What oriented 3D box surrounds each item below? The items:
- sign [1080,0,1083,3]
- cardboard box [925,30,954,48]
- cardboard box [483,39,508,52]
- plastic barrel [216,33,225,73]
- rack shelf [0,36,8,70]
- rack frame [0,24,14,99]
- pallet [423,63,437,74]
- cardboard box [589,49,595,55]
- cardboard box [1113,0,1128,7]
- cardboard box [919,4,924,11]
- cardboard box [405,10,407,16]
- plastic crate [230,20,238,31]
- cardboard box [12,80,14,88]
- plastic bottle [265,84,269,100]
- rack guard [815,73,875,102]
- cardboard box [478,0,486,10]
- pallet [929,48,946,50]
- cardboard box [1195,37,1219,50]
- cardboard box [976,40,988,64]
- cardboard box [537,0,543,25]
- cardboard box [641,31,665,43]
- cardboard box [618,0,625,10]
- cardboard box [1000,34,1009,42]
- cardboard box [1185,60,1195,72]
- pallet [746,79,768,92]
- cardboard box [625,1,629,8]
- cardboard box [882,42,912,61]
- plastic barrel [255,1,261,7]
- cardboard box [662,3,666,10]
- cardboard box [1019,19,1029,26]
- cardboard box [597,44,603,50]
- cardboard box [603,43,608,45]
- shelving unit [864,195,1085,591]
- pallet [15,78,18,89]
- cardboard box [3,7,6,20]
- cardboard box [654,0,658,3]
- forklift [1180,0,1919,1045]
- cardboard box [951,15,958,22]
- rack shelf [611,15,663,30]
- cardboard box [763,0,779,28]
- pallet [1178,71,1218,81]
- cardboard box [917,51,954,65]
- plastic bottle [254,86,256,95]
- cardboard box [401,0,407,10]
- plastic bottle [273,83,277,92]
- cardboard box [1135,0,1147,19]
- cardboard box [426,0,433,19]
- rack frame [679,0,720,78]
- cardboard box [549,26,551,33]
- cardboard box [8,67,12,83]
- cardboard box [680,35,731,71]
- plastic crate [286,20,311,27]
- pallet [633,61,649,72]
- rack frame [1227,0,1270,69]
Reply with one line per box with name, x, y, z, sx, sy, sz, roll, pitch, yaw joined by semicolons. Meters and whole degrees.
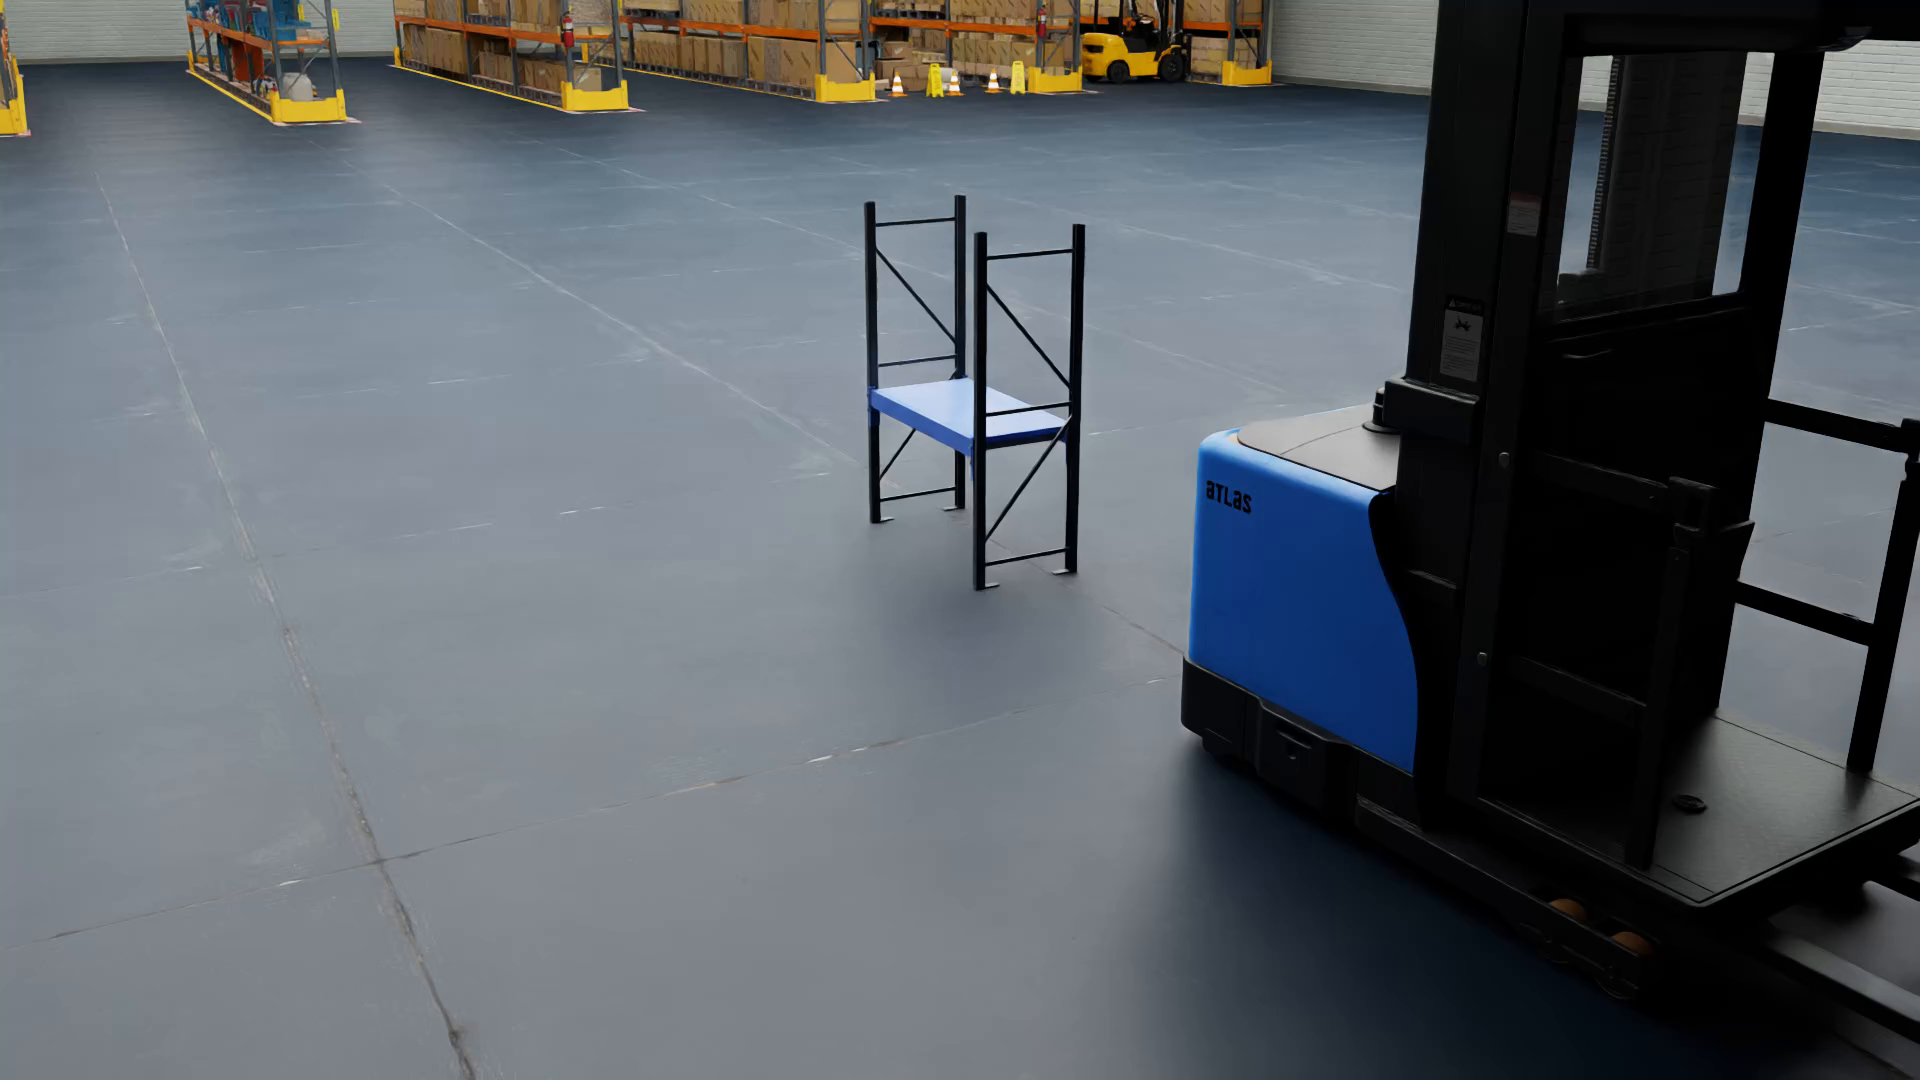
sign;2.520;-11.374;34.667;0.100;0.325;0.005;-10;21;-27
cardboard box;-0.610;-14.819;49.166;0.700;0.500;0.500;-9;21;-24
cardboard box;-10.134;-10.835;36.441;0.500;0.250;0.500;-9;21;-24
plastic barrel;-16.493;-11.071;37.689;0.600;0.901;0.708;-10;21;-27
rack shelf;-16.349;-8.046;27.454;1.077;0.370;4.000;-10;21;-27
rack frame;-17.299;-8.960;29.000;1.000;3.000;0.127;-10;21;-27
pallet;-12.670;-11.702;41.222;1.003;0.211;1.213;-10;21;-27
cardboard box;-9.897;-13.329;45.386;0.380;0.149;0.250;-10;21;-26
cardboard box;4.051;-13.065;40.360;0.500;0.250;0.500;-10;22;-28
cardboard box;-0.732;-12.433;38.805;0.380;0.149;0.250;-10;21;-26
cardboard box;-13.786;-13.298;41.956;0.380;0.149;0.250;-10;22;-27
plastic crate;-14.013;-10.083;32.577;0.450;0.188;0.662;-10;21;-27
cardboard box;-18.734;-8.894;32.380;0.500;0.250;0.500;-9;21;-25
plastic bottle;-12.368;-7.992;29.684;0.061;0.283;0.133;-9;21;-25
rack guard;-2.255;-8.896;32.646;1.175;0.500;0.348;-10;21;-27
cardboard box;-10.186;-11.739;36.255;0.500;0.500;0.500;-13;23;-33
pallet;-0.198;-14.325;48.822;1.003;0.211;1.213;-10;21;-27
cardboard box;5.668;-11.251;37.678;0.500;0.250;0.500;-10;21;-26
cardboard box;0.695;-10.770;36.666;0.500;0.500;0.500;-9;21;-24
cardboard box;-7.459;-9.971;31.319;0.875;0.500;0.500;-10;21;-27
cardboard box;-7.591;-12.495;41.283;0.500;0.250;0.500;-9;21;-25
cardboard box;-8.443;-13.812;42.452;0.500;0.500;0.500;-10;21;-27
cardboard box;1.082;-10.797;35.752;0.380;0.149;0.250;-10;21;-26
cardboard box;5.450;-10.924;38.263;0.500;0.250;0.500;-10;21;-26
pallet;-3.873;-9.684;35.373;1.003;0.211;1.213;-10;21;-27
cardboard box;-8.182;-13.425;41.680;0.380;0.149;0.250;-11;22;-29
cardboard box;-1.409;-10.921;37.352;0.500;0.500;0.500;-10;21;-27
plastic barrel;-13.753;-10.434;33.063;0.433;0.535;0.433;0;19;0
cardboard box;-6.820;-12.603;39.298;0.380;0.149;0.250;-10;21;-27
cardboard box;1.458;-10.891;34.982;0.380;0.149;0.250;-10;22;-27
cardboard box;-9.540;-13.245;44.687;0.380;0.149;0.250;-9;21;-25
cardboard box;-9.272;-13.232;44.194;0.380;0.149;0.250;-10;21;-26
shelving unit;0.041;-0.684;7.316;0.538;1.500;1.048;-10;21;-27
pallet;-20.678;-9.711;35.451;1.003;0.211;1.213;-10;21;-27
cardboard box;-22.063;-12.074;37.869;0.500;0.500;0.500;-10;21;-26
cardboard box;-7.074;-12.896;39.692;0.380;0.149;0.250;-10;21;-27
forklift;1.967;-0.390;4.269;1.130;2.935;3.031;-12;22;-31
cardboard box;0.010;-11.770;37.527;0.380;0.149;0.250;-10;21;-27
rack shelf;-8.914;-13.764;44.023;1.077;0.370;4.000;-10;21;-27
cardboard box;-3.546;-10.872;34.311;0.875;0.550;0.550;-10;21;-27
pallet;5.433;-10.895;38.882;1.003;0.211;1.213;-10;21;-27
cardboard box;-0.453;-11.341;39.284;0.950;0.372;0.625;-9;21;-23
plastic bottle;-13.124;-8.423;31.059;0.097;0.201;0.097;0;19;0
cardboard box;-13.799;-13.536;42.033;0.500;0.250;0.500;-11;22;-28
plastic bottle;-12.298;-8.055;29.865;0.061;0.283;0.133;-10;21;-27
cardboard box;4.490;-12.678;39.621;0.500;0.500;0.500;-11;22;-28
cardboard box;-12.379;-12.667;39.588;0.500;0.500;0.500;-10;21;-26
rack frame;-6.065;-12.381;38.914;1.000;3.000;0.127;-10;21;-27
cardboard box;-7.466;-9.565;31.136;0.380;0.149;0.250;-10;21;-27
cardboard box;-17.509;-8.426;30.163;0.500;0.311;0.500;-10;22;-27
cardboard box;-5.855;-11.328;38.665;1.050;0.750;0.750;-10;22;-27
plastic crate;-12.173;-9.381;30.446;0.499;0.251;0.616;-10;21;-27
pallet;-7.593;-11.988;42.049;1.003;0.211;1.213;-10;21;-27
rack frame;6.409;-11.650;36.796;1.000;3.000;0.127;-10;21;-27
